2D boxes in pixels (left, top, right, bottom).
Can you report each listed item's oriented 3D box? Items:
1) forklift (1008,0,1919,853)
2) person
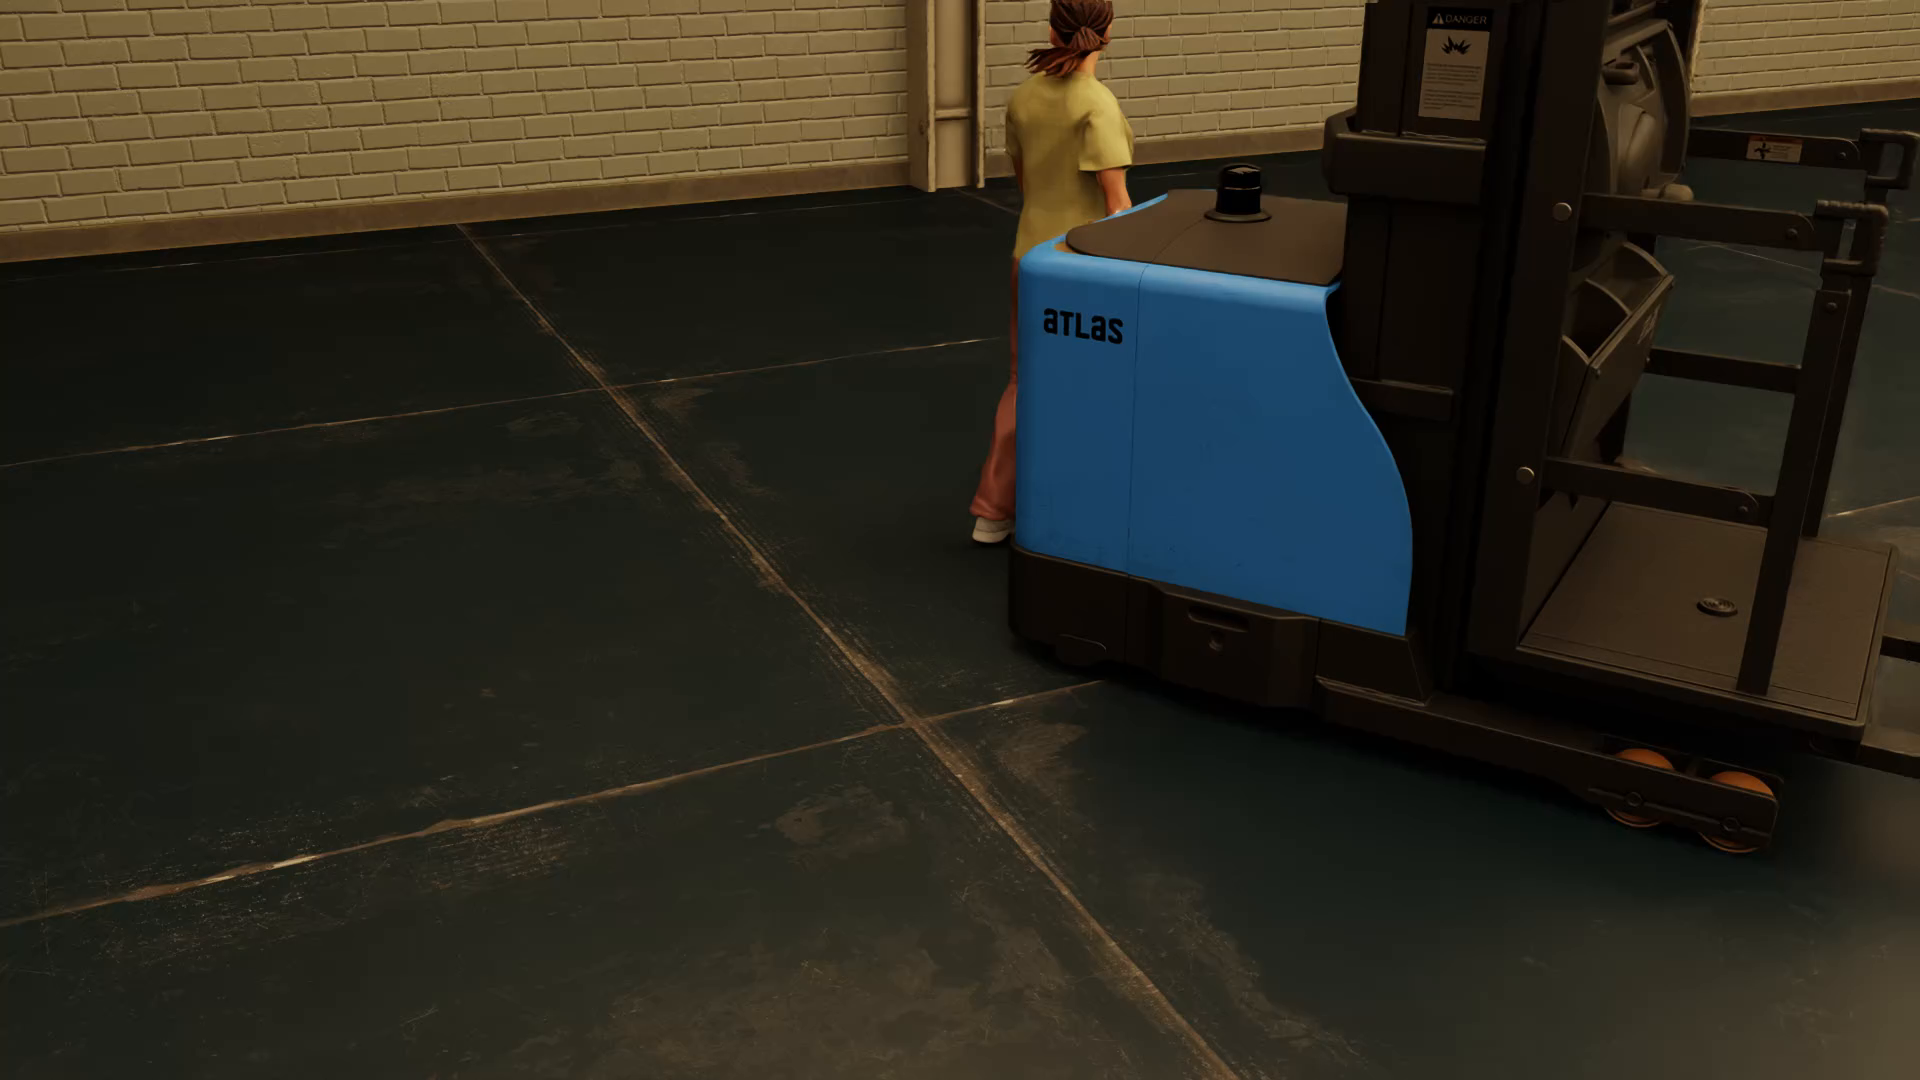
[{"bbox_3d":[1.655,-0.926,3.514,3.031,2.935,1.130,13,26,28],"label":"forklift"},{"bbox_3d":[0.421,-0.829,4.978,0.883,1.633,0.649,-20,30,-39],"label":"person"}]
